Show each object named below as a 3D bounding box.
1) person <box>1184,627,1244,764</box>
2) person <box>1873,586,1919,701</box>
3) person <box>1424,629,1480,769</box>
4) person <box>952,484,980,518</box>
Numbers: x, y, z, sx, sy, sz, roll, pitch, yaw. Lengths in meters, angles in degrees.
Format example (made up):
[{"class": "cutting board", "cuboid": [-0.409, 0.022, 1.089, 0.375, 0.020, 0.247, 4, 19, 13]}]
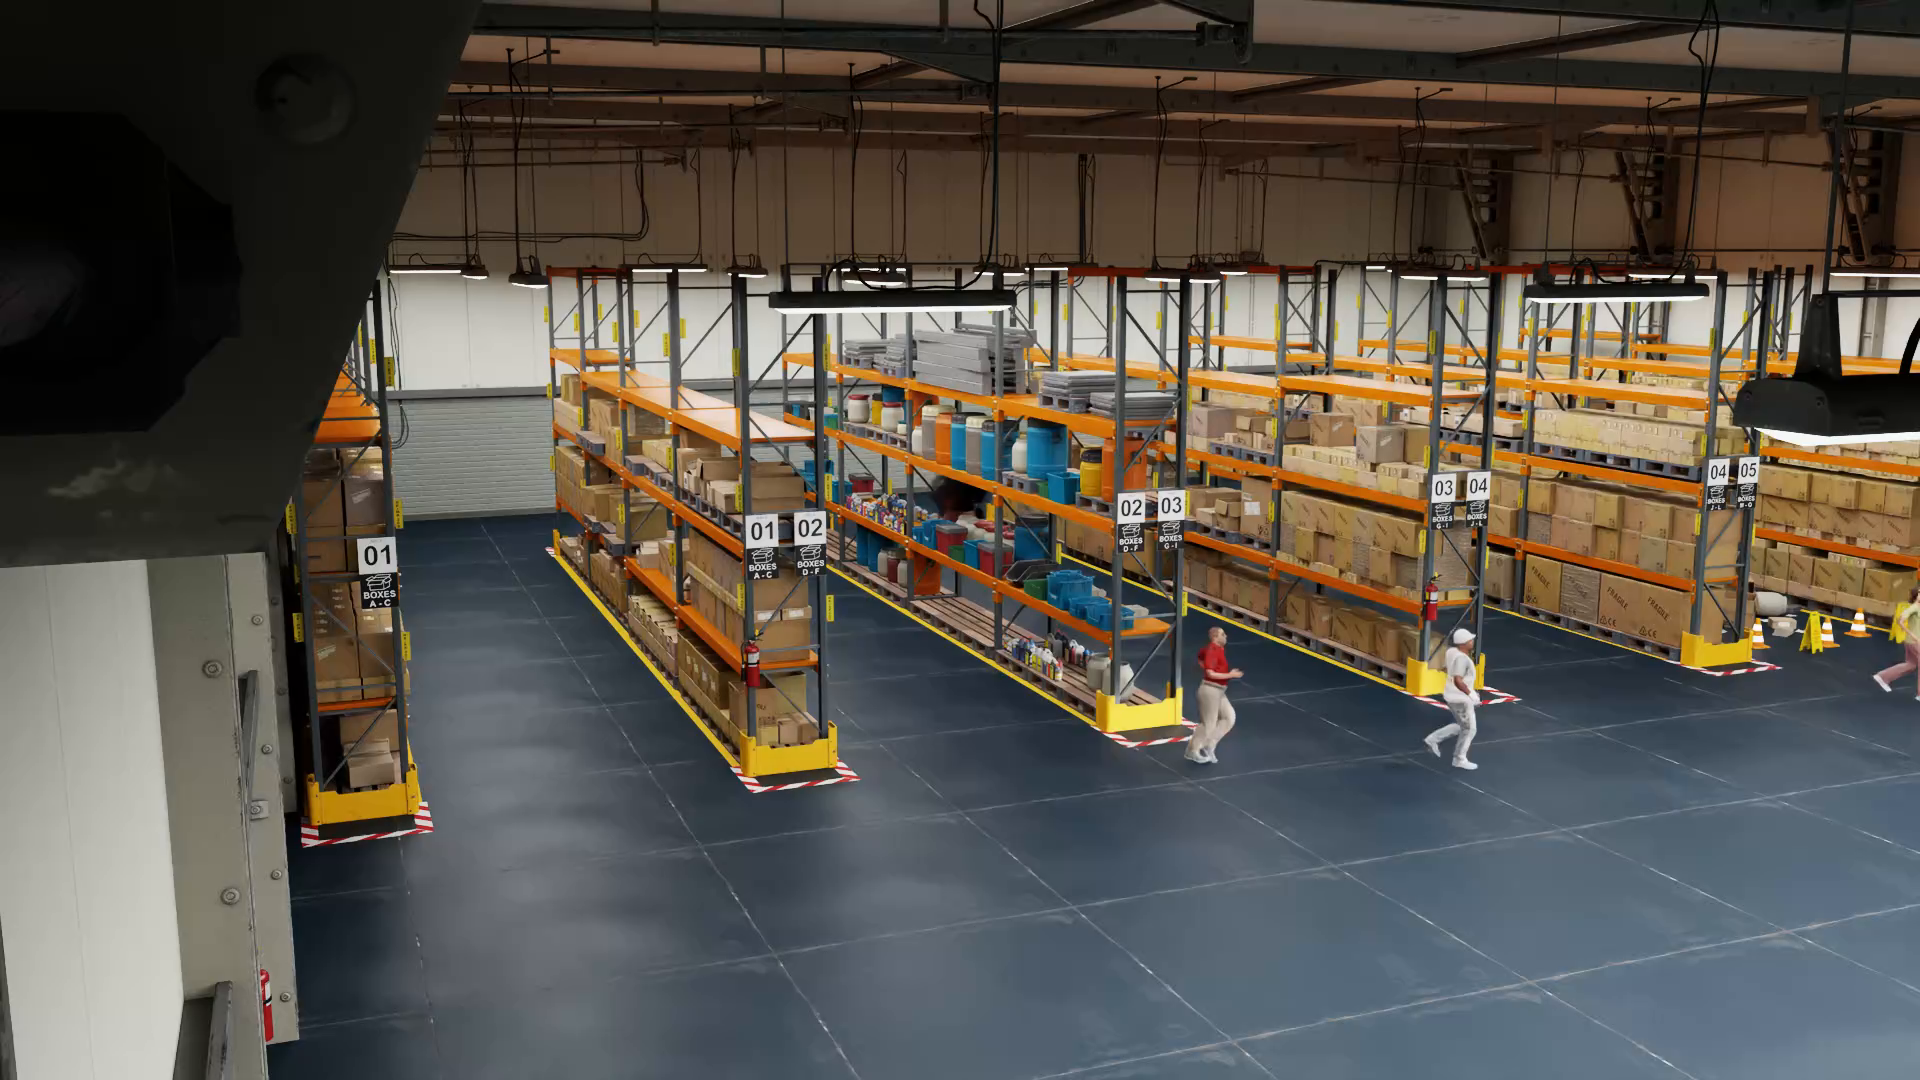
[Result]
[{"class": "person", "cuboid": [3.185, 1.942, 20.720, 0.705, 1.748, 0.662, 3, 10, 15]}, {"class": "person", "cuboid": [13.451, 1.581, 23.534, 0.863, 1.427, 0.568, 6, 12, 32]}, {"class": "person", "cuboid": [6.084, 1.955, 20.456, 0.643, 1.758, 0.702, 1, 10, 5]}, {"class": "person", "cuboid": [0.158, -0.312, 33.704, 0.612, 1.659, 0.547, -6, 12, -30]}]
